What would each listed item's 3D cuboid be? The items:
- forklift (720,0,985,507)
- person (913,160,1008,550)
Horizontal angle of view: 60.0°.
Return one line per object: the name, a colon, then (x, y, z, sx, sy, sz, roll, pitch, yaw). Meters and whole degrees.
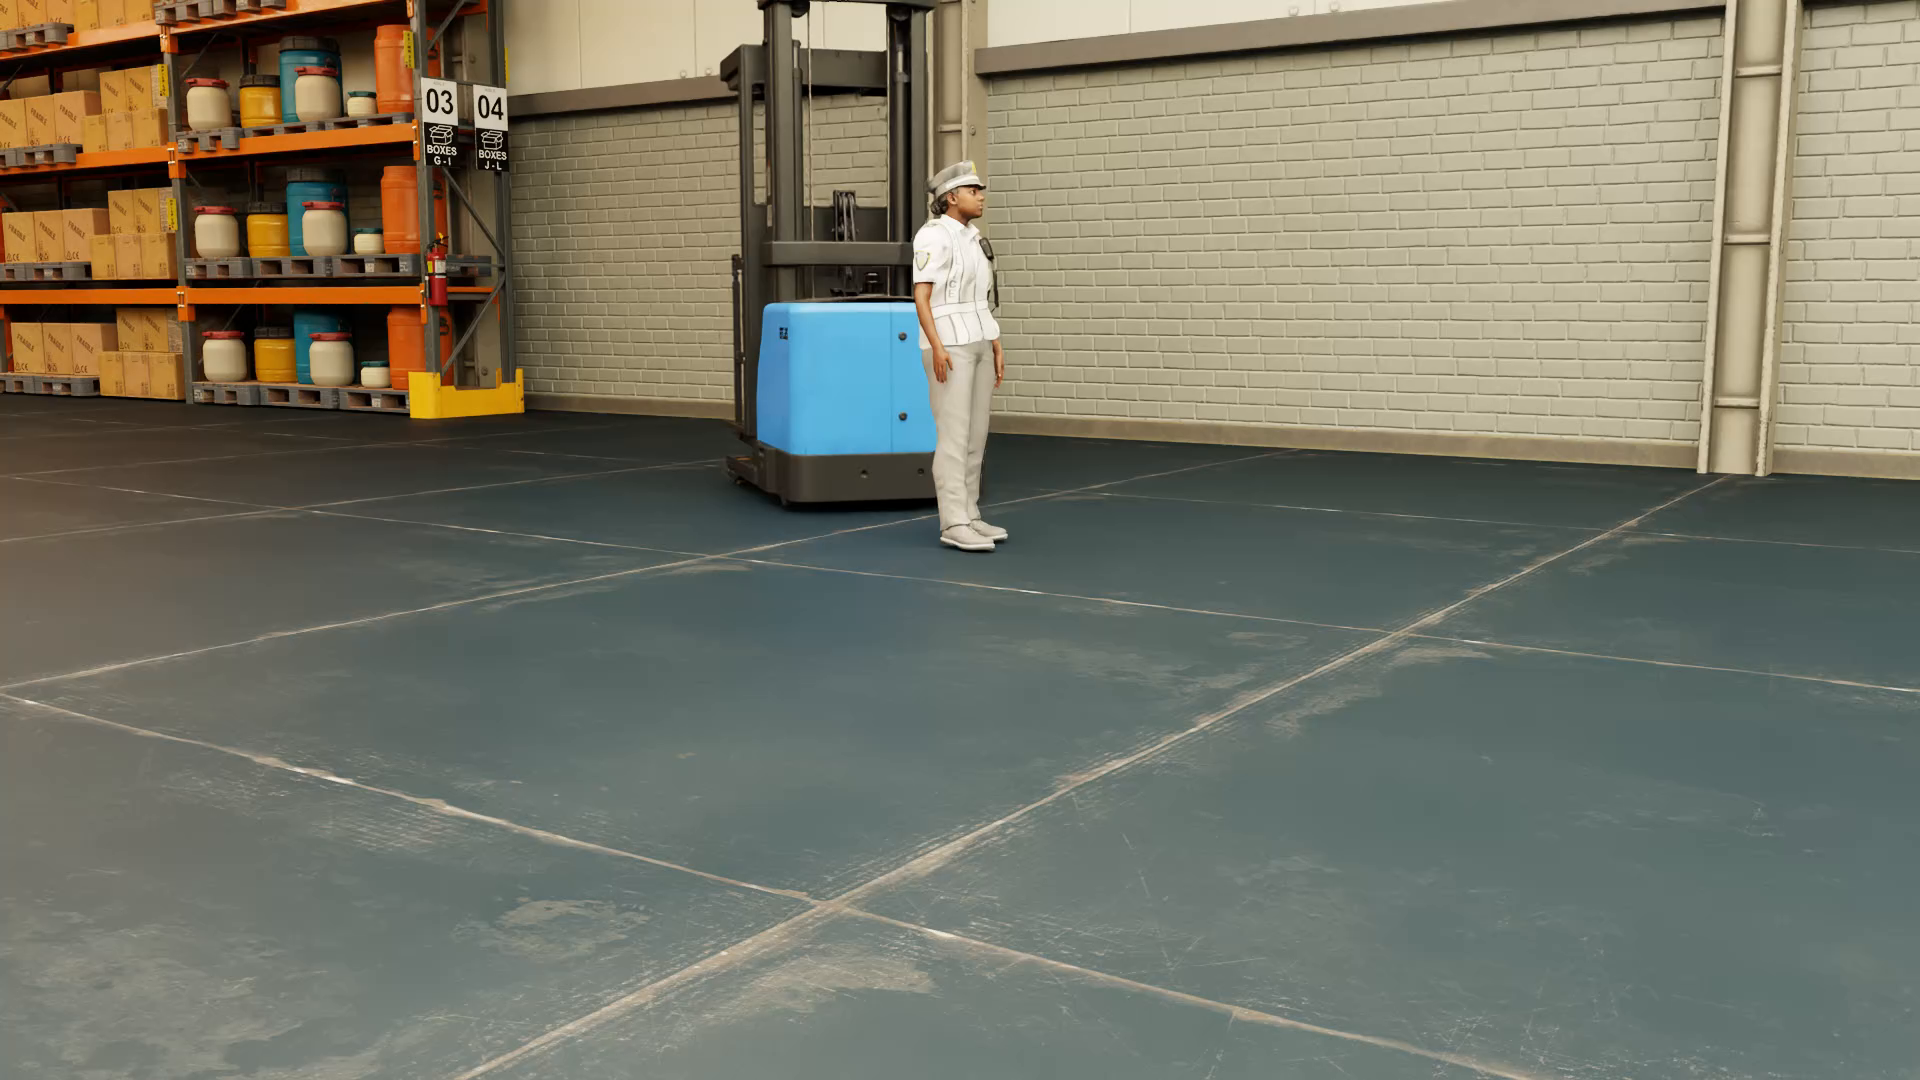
forklift: (-0.787, -1.791, 9.791, 1.130, 2.935, 3.031, -2, 8, -17)
person: (0.051, -0.836, 7.426, 0.530, 1.691, 0.570, 5, 10, 34)
